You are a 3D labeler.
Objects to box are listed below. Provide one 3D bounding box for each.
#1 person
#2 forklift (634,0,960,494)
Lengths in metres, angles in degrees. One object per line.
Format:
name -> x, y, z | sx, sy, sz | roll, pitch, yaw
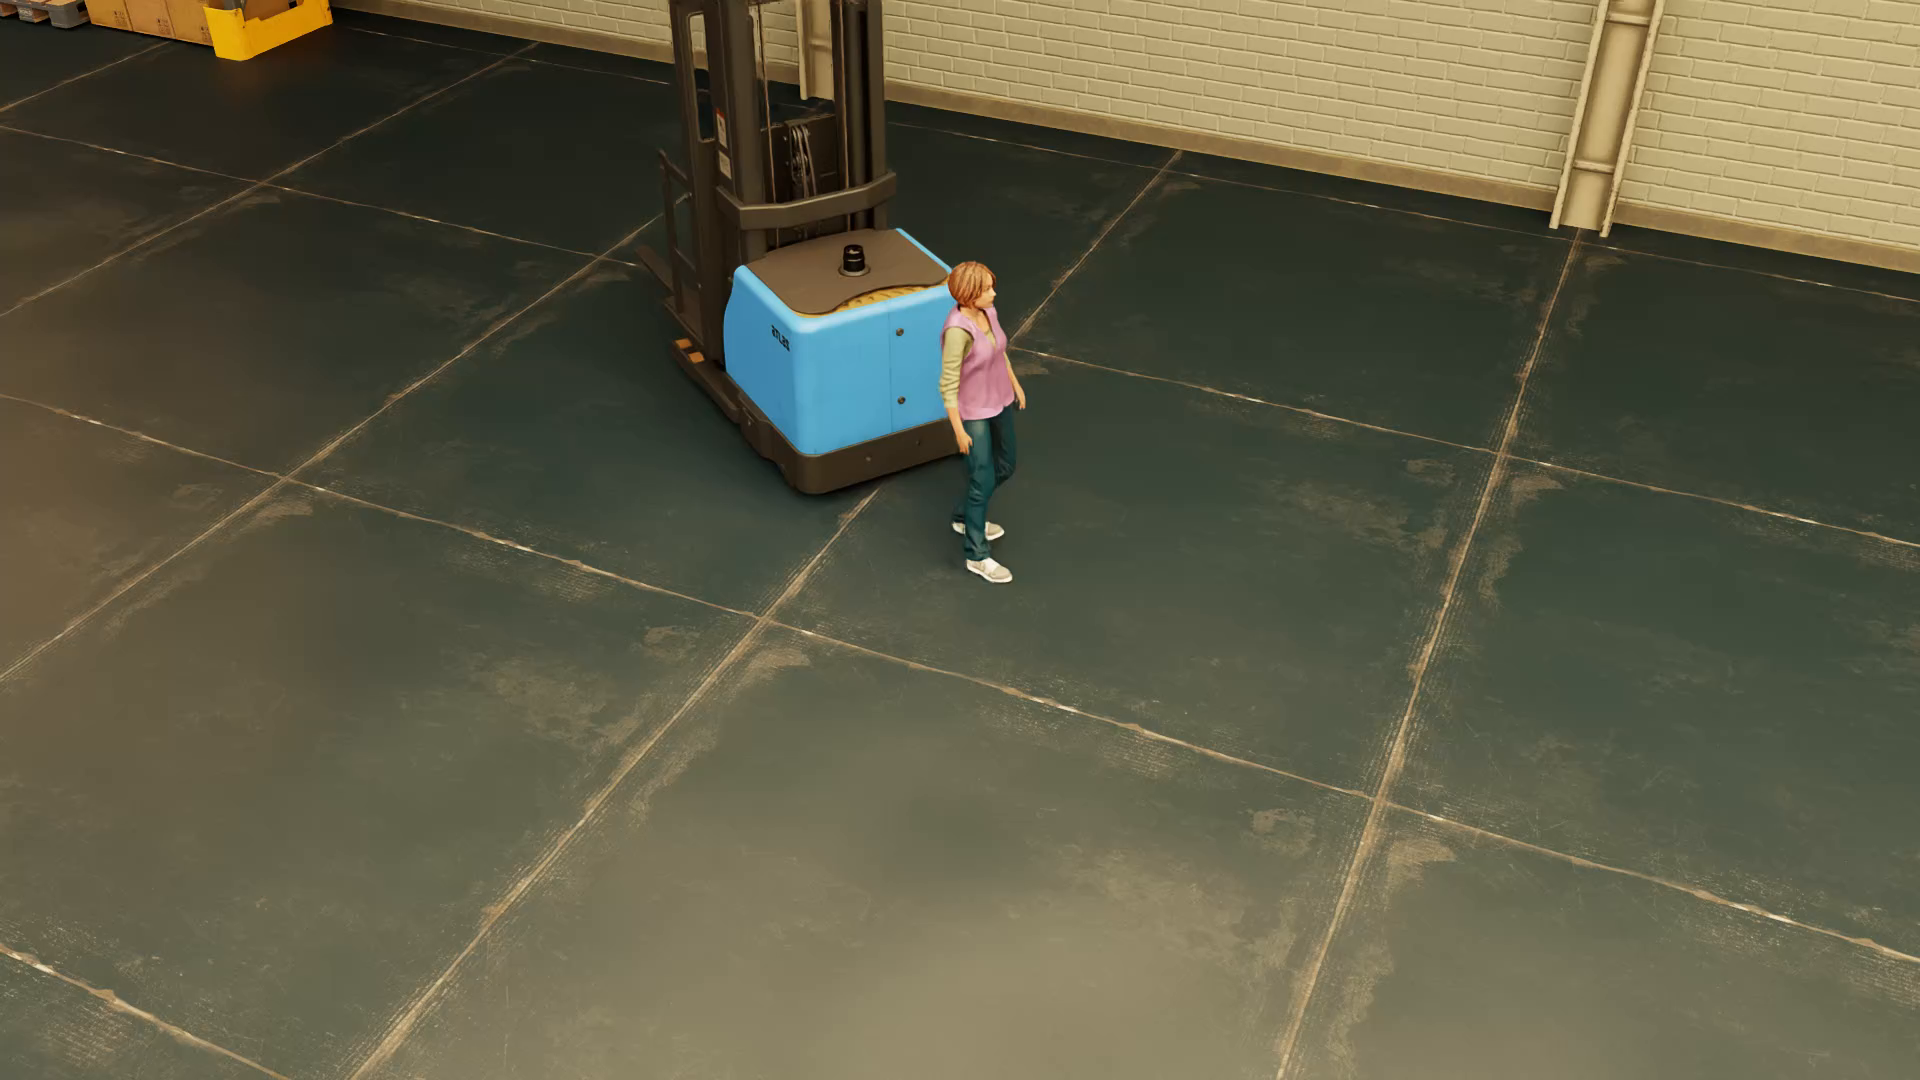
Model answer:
person -> 0.161, -0.607, 8.128 | 0.500, 1.575, 0.568 | 19, 40, 24
forklift -> -1.103, -2.269, 9.267 | 1.130, 2.935, 3.031 | -18, 39, -24
